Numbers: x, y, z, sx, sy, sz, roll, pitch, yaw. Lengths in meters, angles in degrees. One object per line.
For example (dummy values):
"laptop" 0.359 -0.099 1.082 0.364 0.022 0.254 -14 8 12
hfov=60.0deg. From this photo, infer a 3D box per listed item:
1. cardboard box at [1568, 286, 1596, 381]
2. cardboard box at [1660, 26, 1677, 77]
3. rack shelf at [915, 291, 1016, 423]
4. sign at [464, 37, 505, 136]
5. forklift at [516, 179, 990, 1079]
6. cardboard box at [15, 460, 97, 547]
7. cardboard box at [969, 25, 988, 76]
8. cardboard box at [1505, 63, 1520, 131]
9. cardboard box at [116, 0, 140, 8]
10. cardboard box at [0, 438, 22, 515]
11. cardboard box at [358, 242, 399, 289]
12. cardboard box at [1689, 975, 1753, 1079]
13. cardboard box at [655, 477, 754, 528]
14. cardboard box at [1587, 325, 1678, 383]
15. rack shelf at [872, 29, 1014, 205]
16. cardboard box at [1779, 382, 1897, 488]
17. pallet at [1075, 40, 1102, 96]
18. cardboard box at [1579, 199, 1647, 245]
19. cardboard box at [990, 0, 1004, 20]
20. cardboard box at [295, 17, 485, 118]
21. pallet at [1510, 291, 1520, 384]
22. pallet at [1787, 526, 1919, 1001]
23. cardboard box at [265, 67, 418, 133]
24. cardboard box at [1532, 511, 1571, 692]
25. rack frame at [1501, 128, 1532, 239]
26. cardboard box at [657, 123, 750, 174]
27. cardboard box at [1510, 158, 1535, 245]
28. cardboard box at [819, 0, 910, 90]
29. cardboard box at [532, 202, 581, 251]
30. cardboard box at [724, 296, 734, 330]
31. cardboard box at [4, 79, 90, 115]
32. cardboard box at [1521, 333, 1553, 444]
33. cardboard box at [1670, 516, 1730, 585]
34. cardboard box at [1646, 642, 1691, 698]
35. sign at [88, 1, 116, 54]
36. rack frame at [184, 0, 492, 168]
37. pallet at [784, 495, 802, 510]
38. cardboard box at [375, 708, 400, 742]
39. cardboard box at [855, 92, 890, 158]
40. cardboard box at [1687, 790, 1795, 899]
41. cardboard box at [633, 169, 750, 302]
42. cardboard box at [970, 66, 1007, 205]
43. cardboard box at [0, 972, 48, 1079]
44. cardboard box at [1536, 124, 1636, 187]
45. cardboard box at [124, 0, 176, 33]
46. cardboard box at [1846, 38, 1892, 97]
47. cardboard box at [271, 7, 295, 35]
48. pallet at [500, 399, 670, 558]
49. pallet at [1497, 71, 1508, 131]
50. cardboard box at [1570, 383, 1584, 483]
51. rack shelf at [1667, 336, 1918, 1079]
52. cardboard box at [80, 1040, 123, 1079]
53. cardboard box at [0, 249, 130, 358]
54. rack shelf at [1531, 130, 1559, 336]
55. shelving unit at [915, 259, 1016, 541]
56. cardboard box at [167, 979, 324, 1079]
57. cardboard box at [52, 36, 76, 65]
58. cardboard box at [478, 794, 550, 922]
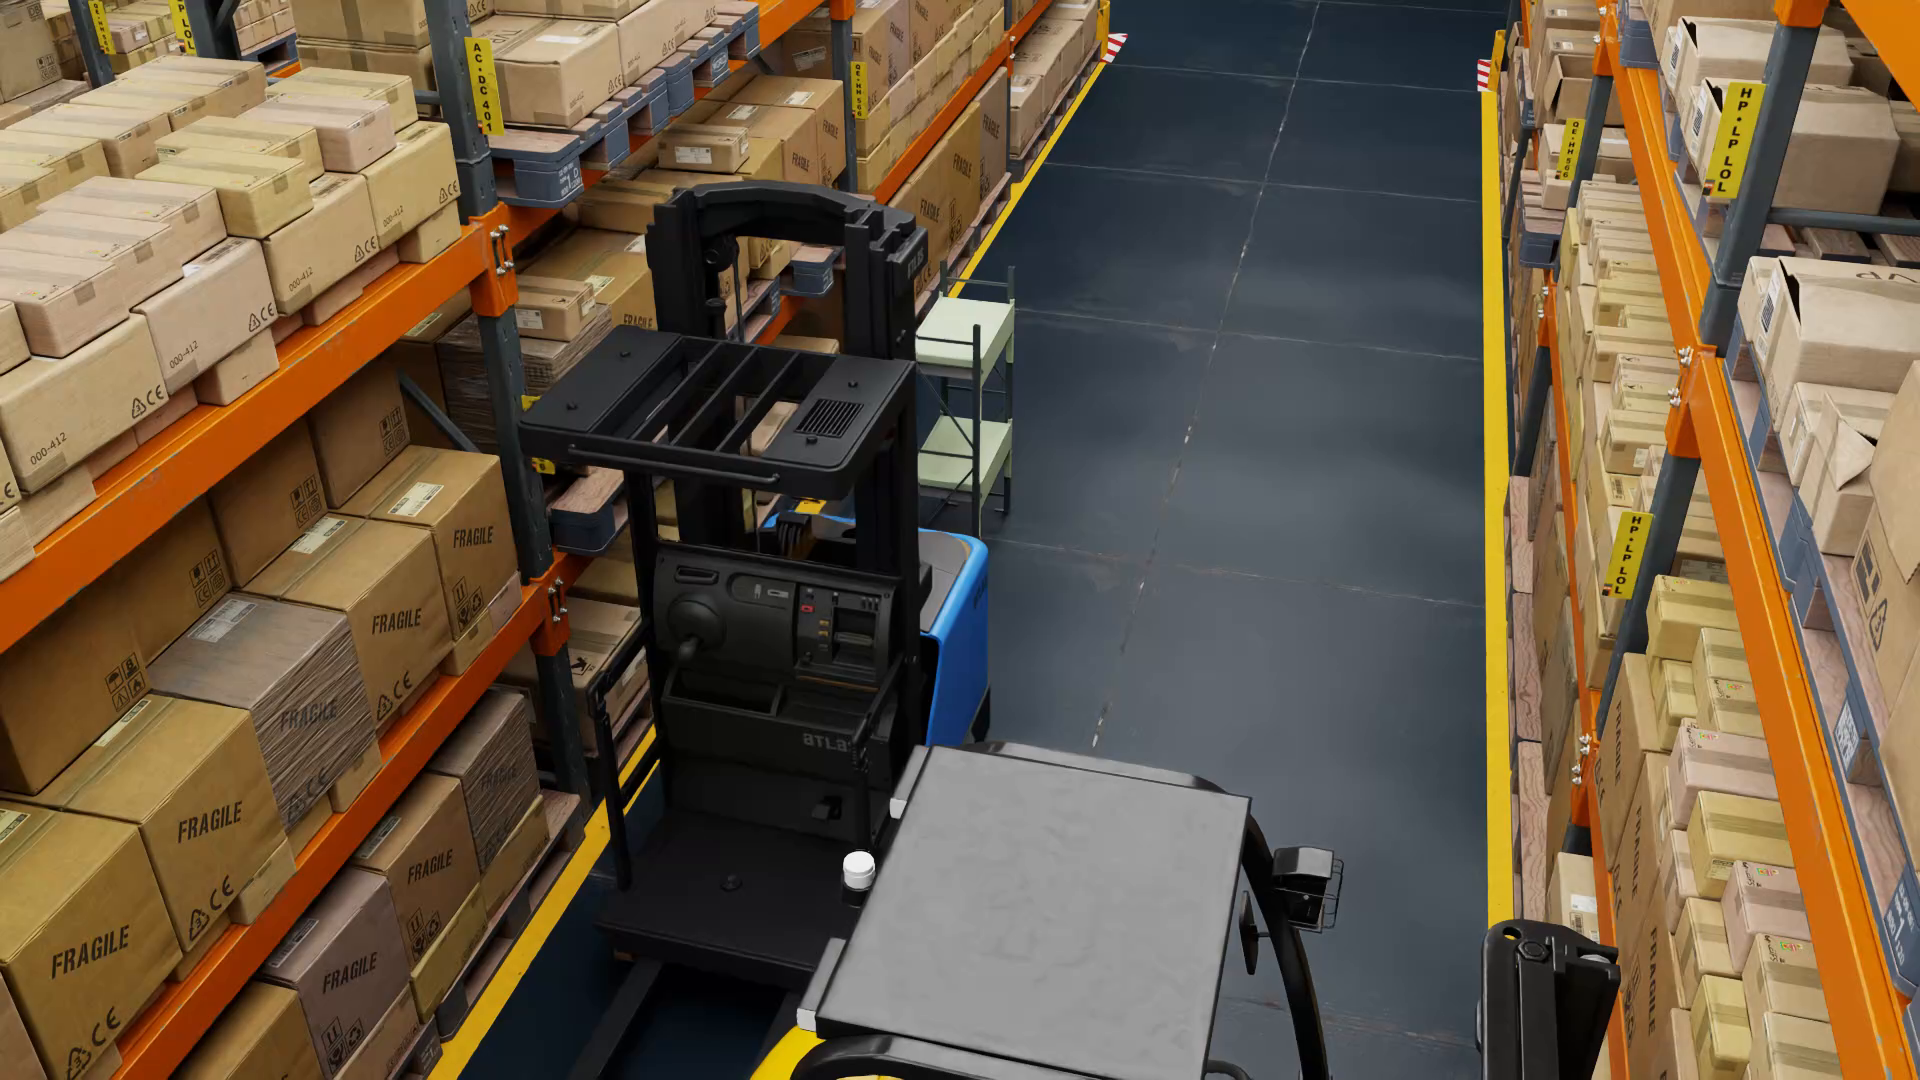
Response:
"cardboard box" 3.072 -0.923 7.580 0.500 0.250 0.500 7 33 11
"cardboard box" 2.865 -1.817 6.265 0.380 0.149 0.250 8 33 12
"rack shelf" -0.002 -0.959 8.633 0.431 0.370 0.720 8 33 12
"sign" -1.591 -1.513 5.557 0.100 0.325 0.005 8 33 12
"forklift" -0.751 0.348 5.970 1.130 2.935 3.031 9 33 13
"cardboard box" -2.383 -0.125 4.088 0.380 0.149 0.250 7 33 11
"cardboard box" -0.088 -3.656 12.345 0.500 0.250 0.500 8 33 12
"cardboard box" 4.997 -3.771 14.325 0.500 0.500 0.500 9 33 13
"cardboard box" -6.039 -3.840 11.783 0.380 0.149 0.250 9 34 14
"cardboard box" -2.504 -0.108 3.690 0.500 0.250 0.500 9 34 14
"cardboard box" -2.052 -0.935 5.363 0.380 0.149 0.250 8 33 13
"cardboard box" 1.937 1.188 3.887 0.380 0.149 0.250 7 33 11
"cardboard box" -1.634 -0.175 8.787 0.950 0.372 0.625 9 34 14
"cardboard box" 2.844 -0.764 6.958 0.380 0.149 0.250 7 33 11
"rack shelf" -0.596 -2.909 11.701 1.077 0.370 4.000 8 33 12
"cardboard box" 2.081 -0.214 3.745 0.380 0.149 0.250 9 34 14
"pallet" 0.800 -4.724 16.484 1.003 0.211 1.213 8 33 12
"cardboard box" 3.267 -1.553 8.199 0.380 0.149 0.250 9 33 13
"cardboard box" 0.035 -4.136 12.634 0.500 0.250 0.500 8 33 12
"cardboard box" -2.110 -1.802 6.241 0.500 0.250 0.500 7 33 11
"pallet" 4.237 -1.338 11.157 1.003 0.211 1.213 8 33 12
"pallet" 2.181 0.423 3.075 1.003 0.211 1.213 8 33 12
"cardboard box" -1.988 -1.401 5.353 0.380 0.149 0.250 9 33 13
"cardboard box" 3.199 0.335 7.749 0.875 0.625 0.625 7 33 10
"rack frame" 4.714 -3.577 12.080 1.000 3.000 0.127 8 33 12
"cardboard box" -1.246 -1.906 8.086 0.380 0.149 0.250 6 33 10
"cardboard box" 4.374 -2.479 12.292 0.500 0.500 0.500 9 34 14
"cardboard box" -0.625 -3.120 10.337 0.500 0.500 0.500 8 33 13
"cardboard box" -1.962 -1.240 7.642 0.500 0.500 0.500 9 34 14
"cardboard box" -1.315 -1.087 8.006 0.380 0.149 0.250 9 34 14
"cardboard box" -5.771 -2.568 10.401 0.500 0.500 0.500 8 33 12
"cardboard box" 3.598 -0.872 9.764 0.500 0.500 0.500 9 34 14
"cardboard box" 2.556 0.051 5.676 0.380 0.149 0.250 9 34 14
"cardboard box" 2.349 0.388 5.145 0.380 0.149 0.250 8 33 12
"sign" -5.379 -3.211 10.426 0.100 0.325 0.005 8 33 12
"rack frame" -2.118 -2.631 5.001 1.000 3.000 0.127 8 33 12
"pallet" -1.303 -0.593 9.986 1.003 0.211 1.213 8 33 12
"cardboard box" -2.180 0.597 5.748 0.380 0.149 0.250 8 33 12
"cardboard box" -0.736 -2.552 10.142 0.500 0.250 0.500 8 33 12
"cardboard box" 2.077 0.798 4.224 0.380 0.149 0.250 8 33 12
"cardboard box" -1.337 -1.431 7.943 0.500 0.500 0.500 7 33 10
"cardboard box" -0.168 -3.199 13.074 0.875 0.875 0.875 9 34 14
"cardboard box" -2.617 1.332 3.989 0.500 0.500 0.500 9 34 14
"cardboard box" 3.654 -2.207 9.673 0.500 0.250 0.500 6 33 10
"cardboard box" -5.480 -3.599 11.403 0.380 0.149 0.250 8 33 12
"cardboard box" 3.232 -1.772 6.179 0.380 0.166 0.250 8 33 12
"cardboard box" -5.206 -3.895 12.424 0.380 0.149 0.250 7 33 11
"pallet" -1.784 -0.395 7.254 1.003 0.211 1.213 8 33 12
"pallet" 5.508 -4.022 15.381 1.003 0.211 1.213 8 33 12
"cardboard box" 2.960 -0.443 7.291 0.500 0.250 0.500 9 34 14
"rack shelf" 2.176 0.650 3.306 1.077 0.370 4.000 8 33 12
"cardboard box" -2.509 1.411 4.469 0.380 0.149 0.250 9 34 14
"cardboard box" -2.289 -0.584 4.067 0.380 0.149 0.250 8 33 13
"rack shelf" 4.206 -2.235 10.641 1.077 0.370 4.000 8 33 12
"shelving unit" -0.002 -0.629 8.842 0.431 1.500 0.755 8 33 12
"cardboard box" -2.392 1.719 5.223 0.500 0.500 0.500 9 33 13
"cardboard box" -6.232 -3.312 11.229 0.380 0.149 0.250 9 33 13
"cardboard box" -2.008 1.227 6.695 0.500 0.250 0.500 10 34 15
